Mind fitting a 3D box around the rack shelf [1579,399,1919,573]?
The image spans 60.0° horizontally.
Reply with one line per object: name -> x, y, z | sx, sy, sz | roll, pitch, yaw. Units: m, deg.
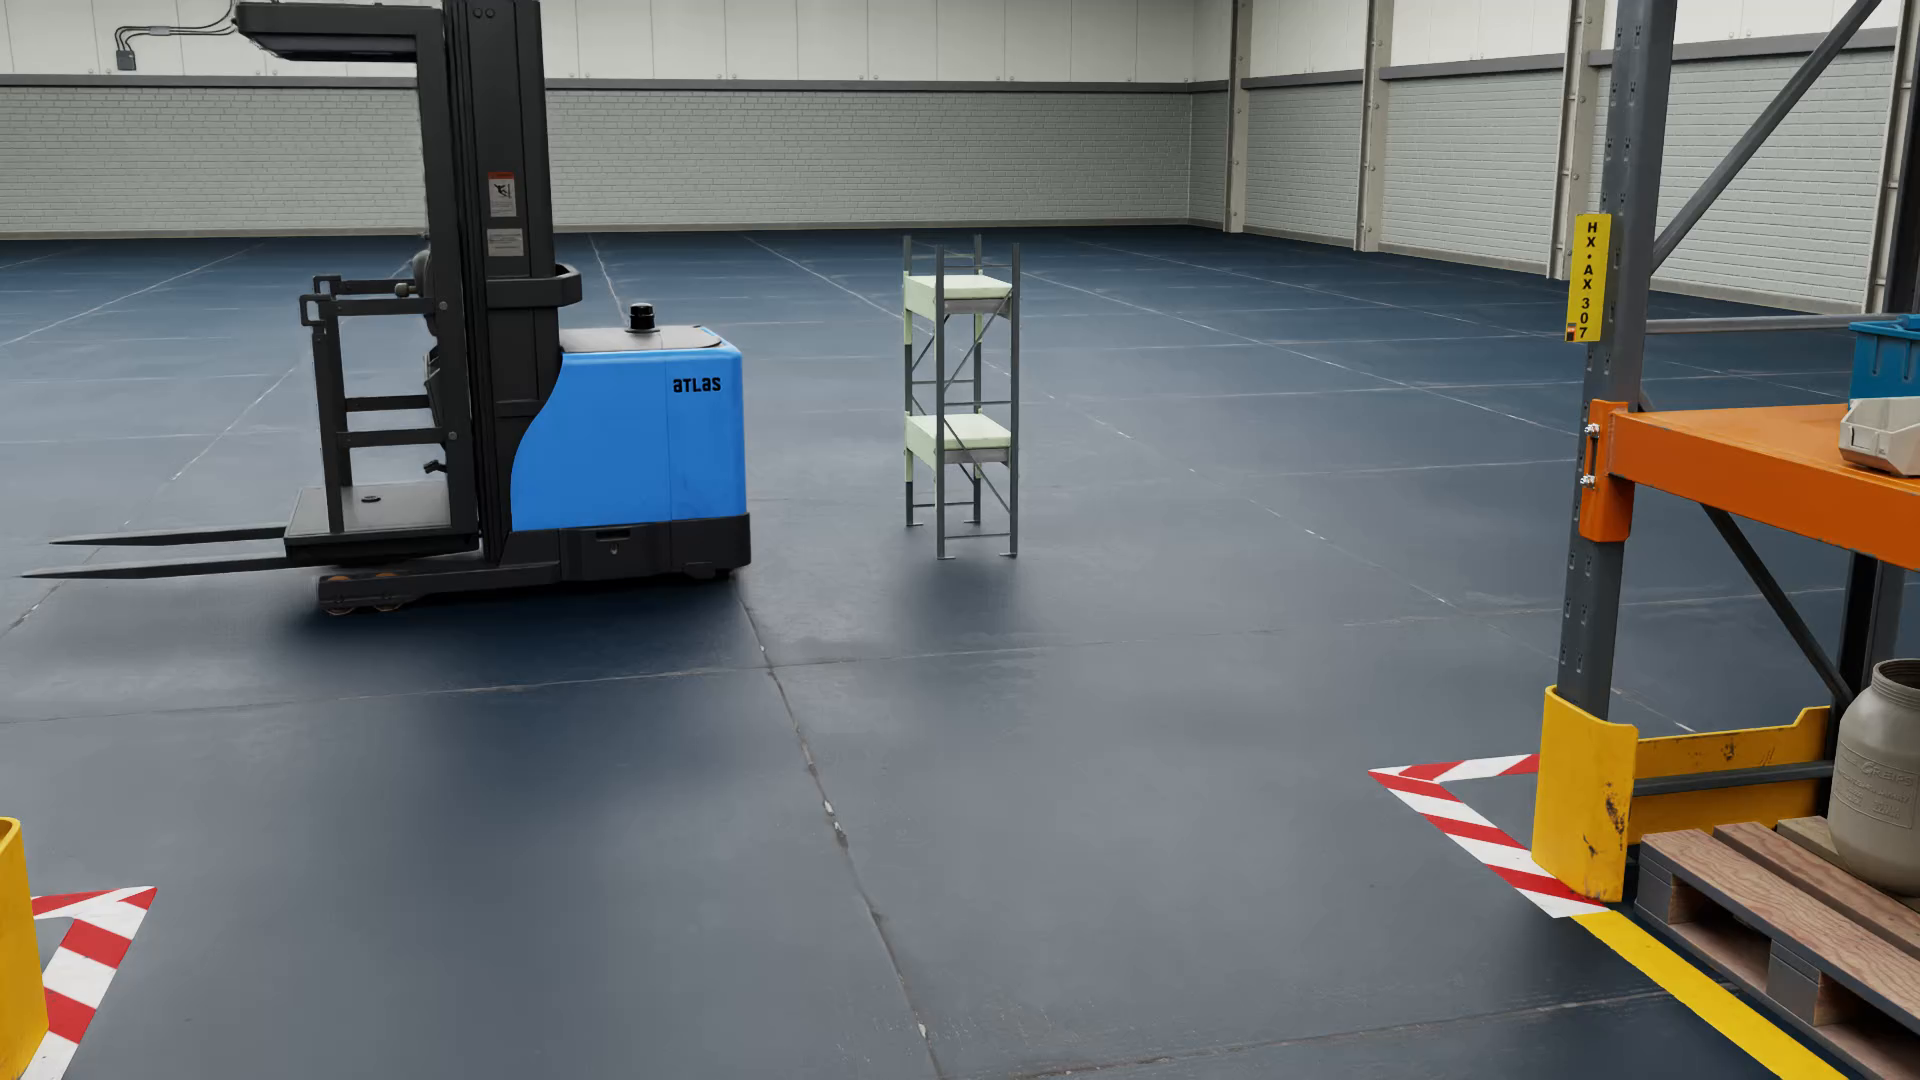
rack shelf -> 2.624, 0.241, 2.636 | 1.077, 0.370, 4.000 | -3, 14, -13

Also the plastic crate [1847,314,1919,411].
plastic crate -> 2.563, -0.399, 4.053 | 0.499, 0.251, 0.616 | -3, 14, -13

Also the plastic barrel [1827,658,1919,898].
plastic barrel -> 2.383, 0.582, 4.081 | 0.421, 0.512, 0.421 | 0, 14, 0

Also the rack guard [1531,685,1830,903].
rack guard -> 2.218, 0.659, 4.675 | 1.175, 0.500, 0.348 | -3, 14, -13

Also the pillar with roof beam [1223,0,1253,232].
pillar with roof beam -> 1.559, -10.604, 32.870 | 9.100, 9.000, 0.400 | -3, 14, -13

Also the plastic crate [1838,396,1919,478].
plastic crate -> 2.052, -0.217, 3.552 | 0.298, 0.136, 0.250 | -3, 14, -13

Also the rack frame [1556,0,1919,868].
rack frame -> 2.154, -0.570, 4.440 | 1.000, 3.000, 0.127 | -3, 14, -13

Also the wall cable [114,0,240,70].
wall cable -> -15.050, -12.019, 31.496 | 2.305, 6.003, 0.169 | -3, 14, -13

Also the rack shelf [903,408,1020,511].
rack shelf -> -0.002, -0.413, 8.333 | 0.431, 0.370, 0.720 | -3, 14, -13

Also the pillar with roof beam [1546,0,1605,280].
pillar with roof beam -> 4.378, -7.836, 21.539 | 9.100, 9.000, 0.400 | -3, 14, -13

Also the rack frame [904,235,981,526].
rack frame -> -0.088, -0.815, 8.601 | 0.400, 1.500, 0.023 | -3, 14, -13

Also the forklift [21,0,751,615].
forklift -> -2.543, -1.242, 7.336 | 3.031, 2.935, 1.130 | -4, 14, -17

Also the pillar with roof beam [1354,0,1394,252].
pillar with roof beam -> 2.968, -9.220, 27.204 | 9.100, 9.000, 0.400 | -3, 14, -13

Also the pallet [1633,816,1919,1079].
pallet -> 2.404, 0.987, 3.941 | 1.003, 0.211, 1.213 | -3, 14, -13

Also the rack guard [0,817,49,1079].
rack guard -> -2.642, 0.938, 3.535 | 1.175, 0.500, 0.348 | -3, 14, -13

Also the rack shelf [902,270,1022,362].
rack shelf -> -0.002, -1.109, 8.163 | 0.431, 0.370, 0.720 | -3, 14, -13

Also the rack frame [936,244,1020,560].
rack frame -> 0.084, -0.646, 7.910 | 0.400, 1.500, 0.023 | -3, 14, -13

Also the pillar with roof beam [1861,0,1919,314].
pillar with roof beam -> 5.787, -6.452, 15.873 | 9.100, 9.000, 0.400 | -3, 14, -13

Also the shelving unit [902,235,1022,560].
shelving unit -> -0.002, -0.730, 8.255 | 0.431, 1.500, 0.755 | -3, 14, -13

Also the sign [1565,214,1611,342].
sign -> 1.619, -0.675, 4.285 | 0.100, 0.325, 0.005 | -3, 14, -13
